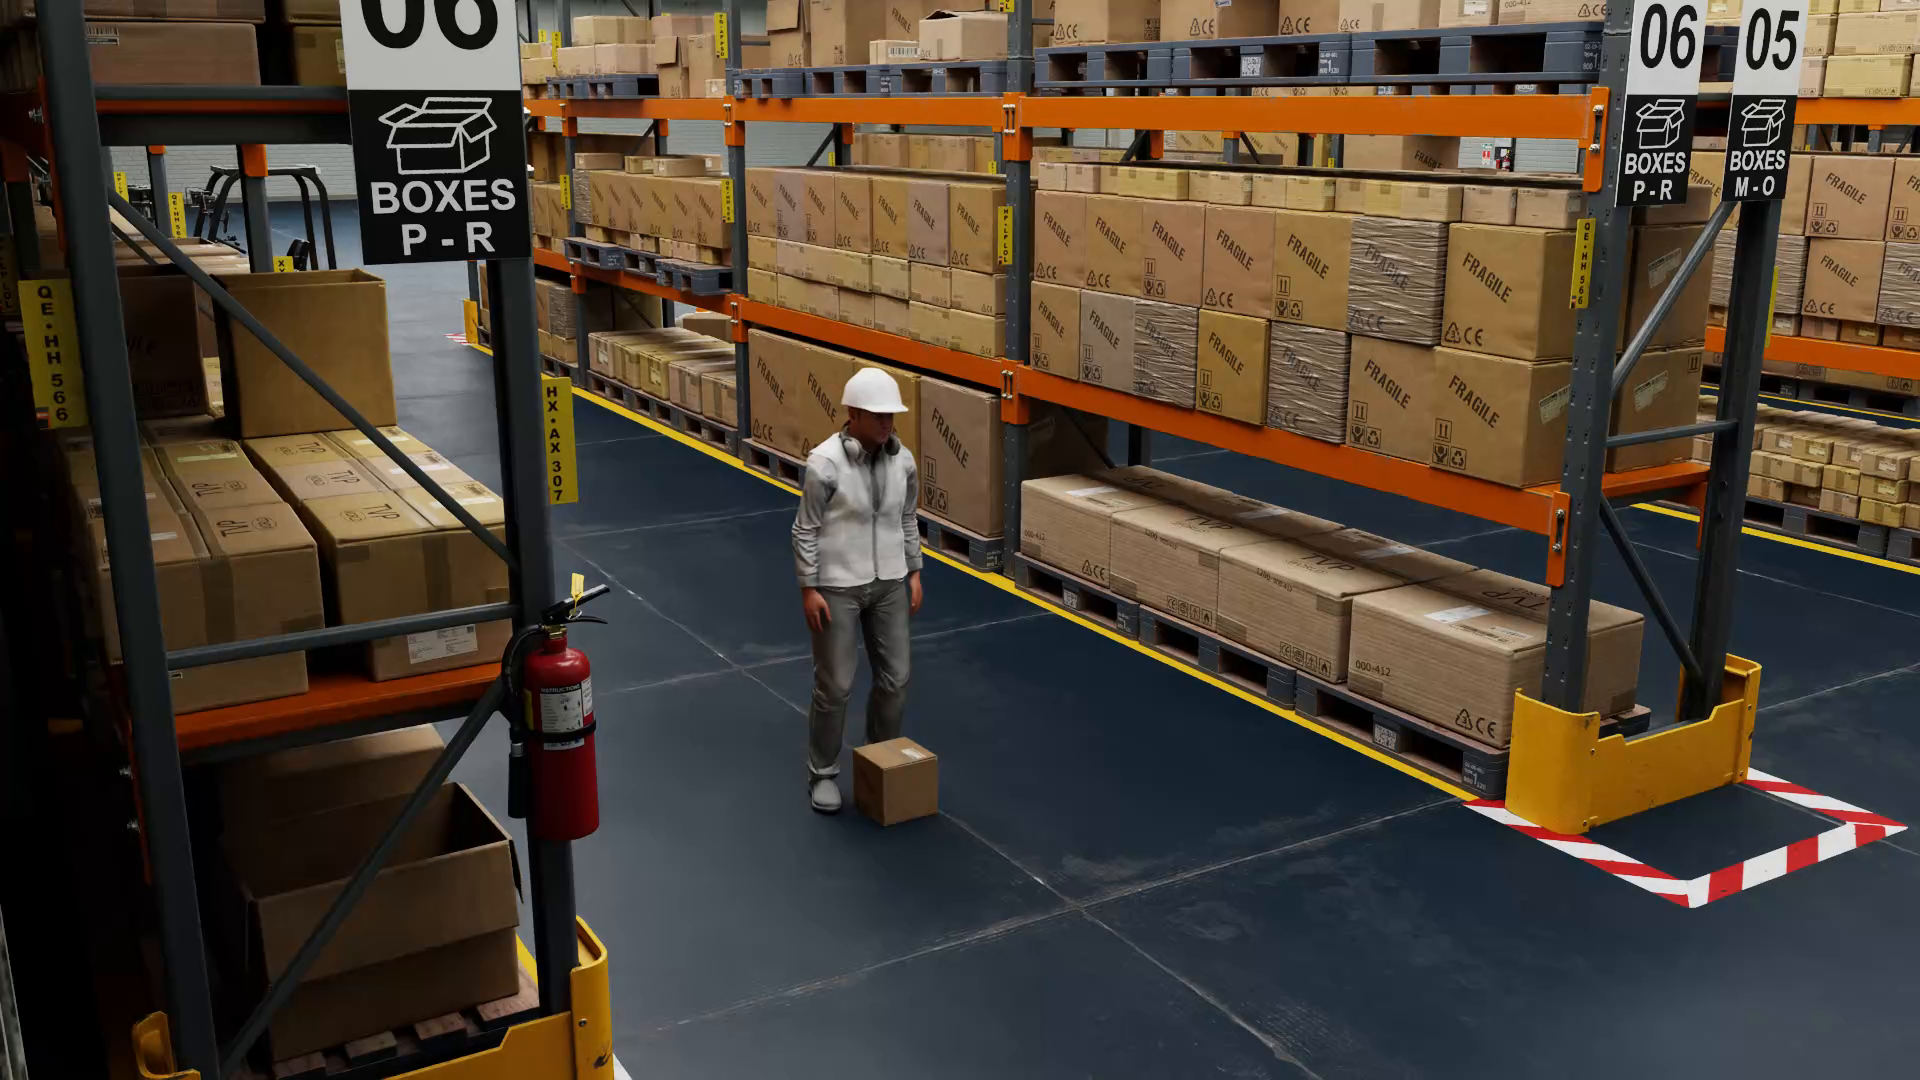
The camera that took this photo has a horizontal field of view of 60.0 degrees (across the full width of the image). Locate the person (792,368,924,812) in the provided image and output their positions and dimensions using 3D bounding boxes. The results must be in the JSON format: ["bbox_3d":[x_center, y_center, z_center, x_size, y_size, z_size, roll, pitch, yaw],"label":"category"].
[{"bbox_3d":[-0.399,0.180,6.732,0.586,1.770,0.463,-10,18,-33],"label":"person"}]
